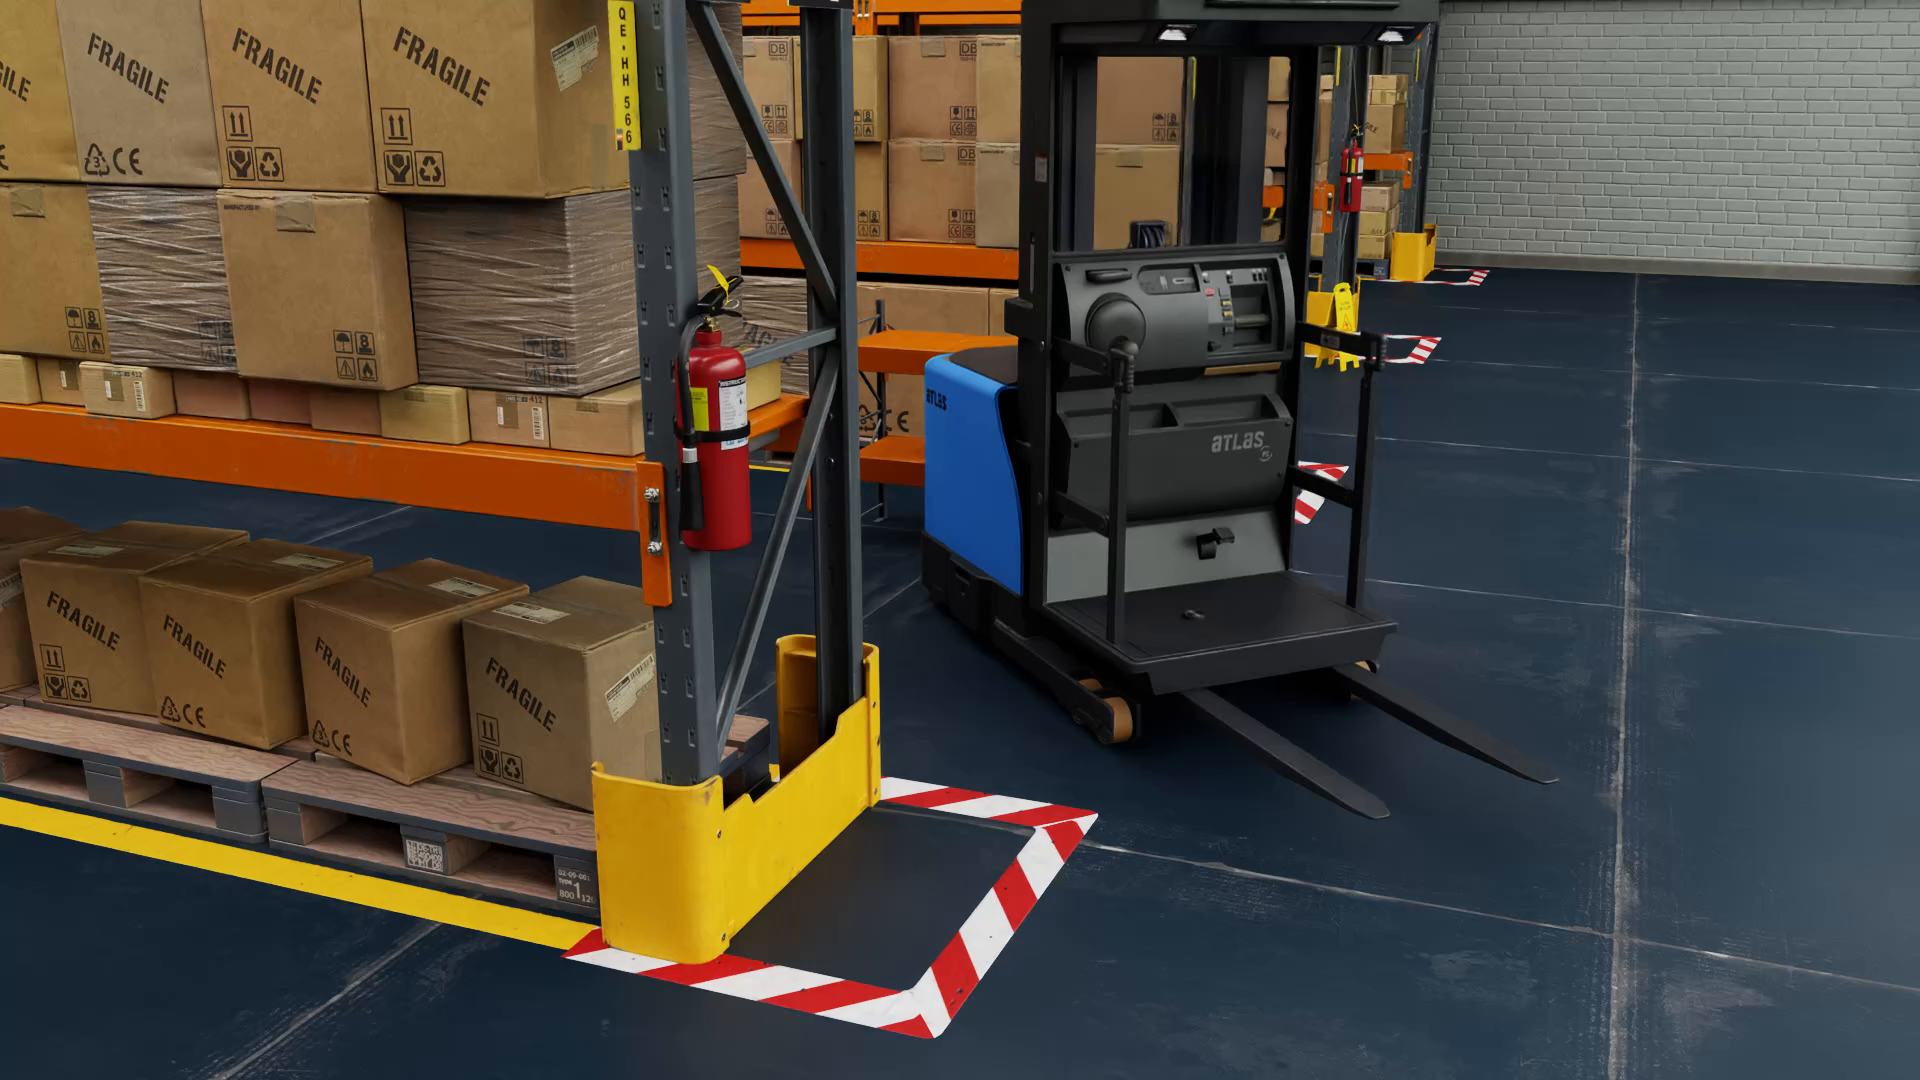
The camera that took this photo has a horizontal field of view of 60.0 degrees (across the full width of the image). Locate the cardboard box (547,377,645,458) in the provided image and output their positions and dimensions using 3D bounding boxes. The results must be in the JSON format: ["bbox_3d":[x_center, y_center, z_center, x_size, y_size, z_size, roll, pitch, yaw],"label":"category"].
[{"bbox_3d":[-0.879,-0.341,4.418,0.250,0.149,0.380,6,17,21],"label":"cardboard box"}]

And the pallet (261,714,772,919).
[{"bbox_3d":[-1.352,0.753,5.200,1.213,0.211,1.003,6,17,21],"label":"pallet"}]

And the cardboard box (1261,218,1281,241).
[{"bbox_3d":[2.427,-2.454,14.079,0.500,0.500,0.500,6,17,19],"label":"cardboard box"}]

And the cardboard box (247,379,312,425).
[{"bbox_3d":[-1.807,-0.445,4.775,0.250,0.149,0.380,6,17,21],"label":"cardboard box"}]

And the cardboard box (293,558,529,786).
[{"bbox_3d":[-1.682,0.393,5.172,0.500,0.500,0.500,12,20,35],"label":"cardboard box"}]

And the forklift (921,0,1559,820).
[{"bbox_3d":[0.877,-0.835,5.792,1.130,2.935,3.031,-7,18,-22],"label":"forklift"}]

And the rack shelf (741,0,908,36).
[{"bbox_3d":[-2.483,-4.765,15.116,4.000,0.370,1.077,6,17,21],"label":"rack shelf"}]

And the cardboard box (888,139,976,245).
[{"bbox_3d":[0.019,-2.000,9.415,0.550,0.550,0.875,6,17,21],"label":"cardboard box"}]

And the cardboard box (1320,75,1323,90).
[{"bbox_3d":[3.807,-4.910,17.829,0.250,0.149,0.380,6,17,21],"label":"cardboard box"}]

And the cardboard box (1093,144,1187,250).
[{"bbox_3d":[1.014,-1.860,8.931,0.550,0.550,0.875,6,17,21],"label":"cardboard box"}]

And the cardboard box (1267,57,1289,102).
[{"bbox_3d":[2.543,-3.723,13.110,0.500,0.500,0.700,6,17,19],"label":"cardboard box"}]

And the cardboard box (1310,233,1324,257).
[{"bbox_3d":[3.904,-3.244,18.147,0.500,0.250,0.500,6,17,21],"label":"cardboard box"}]

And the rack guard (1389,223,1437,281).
[{"bbox_3d":[4.938,-3.141,18.096,0.348,0.500,1.175,6,17,21],"label":"rack guard"}]

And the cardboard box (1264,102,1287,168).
[{"bbox_3d":[2.492,-3.231,13.210,0.500,0.500,0.500,6,17,20],"label":"cardboard box"}]

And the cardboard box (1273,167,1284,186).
[{"bbox_3d":[2.672,-2.918,13.296,0.250,0.149,0.380,7,18,22],"label":"cardboard box"}]

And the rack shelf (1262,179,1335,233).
[{"bbox_3d":[1.238,-2.915,14.125,4.000,0.370,1.077,6,17,21],"label":"rack shelf"}]

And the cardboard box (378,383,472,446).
[{"bbox_3d":[-1.363,-0.379,4.548,0.250,0.149,0.380,6,17,21],"label":"cardboard box"}]

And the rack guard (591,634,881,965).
[{"bbox_3d":[-0.609,0.707,4.842,0.348,0.500,1.175,6,17,21],"label":"rack guard"}]

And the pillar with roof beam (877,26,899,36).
[{"bbox_3d":[-2.562,-7.027,16.238,0.400,9.000,9.100,6,17,21],"label":"pillar with roof beam"}]

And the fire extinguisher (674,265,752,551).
[{"bbox_3d":[-0.601,-0.317,4.025,0.183,0.674,0.296,6,17,21],"label":"fire extinguisher"}]

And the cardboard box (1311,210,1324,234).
[{"bbox_3d":[3.886,-3.488,18.089,0.500,0.250,0.500,6,17,20],"label":"cardboard box"}]

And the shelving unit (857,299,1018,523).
[{"bbox_3d":[-0.006,-0.541,8.019,1.048,1.125,0.538,6,17,21],"label":"shelving unit"}]

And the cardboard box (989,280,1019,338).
[{"bbox_3d":[0.721,-0.995,9.280,0.875,0.875,0.875,6,17,21],"label":"cardboard box"}]

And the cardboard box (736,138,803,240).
[{"bbox_3d":[-1.019,-2.072,9.662,0.550,0.550,0.875,6,17,21],"label":"cardboard box"}]

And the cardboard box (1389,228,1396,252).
[{"bbox_3d":[4.531,-3.326,18.428,0.500,0.250,0.500,6,17,21],"label":"cardboard box"}]

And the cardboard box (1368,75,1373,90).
[{"bbox_3d":[4.264,-4.845,17.607,0.250,0.149,0.380,6,17,21],"label":"cardboard box"}]

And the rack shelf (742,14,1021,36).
[{"bbox_3d":[-0.666,-6.052,19.552,4.000,0.370,1.077,6,17,21],"label":"rack shelf"}]

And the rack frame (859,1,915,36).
[{"bbox_3d":[-0.623,-3.465,14.729,0.127,3.000,1.000,6,17,21],"label":"rack frame"}]

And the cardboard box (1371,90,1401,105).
[{"bbox_3d":[4.490,-4.666,17.523,0.250,0.149,0.380,7,17,21],"label":"cardboard box"}]

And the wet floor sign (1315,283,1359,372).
[{"bbox_3d":[2.882,-1.628,12.625,0.232,0.644,0.267,14,21,40],"label":"wet floor sign"}]

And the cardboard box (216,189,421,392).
[{"bbox_3d":[-1.549,-0.760,4.699,0.500,0.500,0.875,6,17,21],"label":"cardboard box"}]

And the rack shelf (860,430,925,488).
[{"bbox_3d":[-0.006,-0.306,8.087,1.000,0.278,0.538,6,17,21],"label":"rack shelf"}]

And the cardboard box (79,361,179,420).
[{"bbox_3d":[-2.313,-0.467,4.852,0.250,0.149,0.380,6,17,21],"label":"cardboard box"}]

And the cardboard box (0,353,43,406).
[{"bbox_3d":[-2.769,-0.524,5.050,0.250,0.149,0.380,6,17,21],"label":"cardboard box"}]

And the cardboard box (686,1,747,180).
[{"bbox_3d":[-0.950,-1.284,4.709,0.500,0.500,0.500,6,17,21],"label":"cardboard box"}]

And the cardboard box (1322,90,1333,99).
[{"bbox_3d":[4.023,-4.727,17.733,0.250,0.149,0.380,7,17,22],"label":"cardboard box"}]

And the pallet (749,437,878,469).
[{"bbox_3d":[-0.528,-0.609,9.894,1.213,0.211,1.003,6,17,21],"label":"pallet"}]

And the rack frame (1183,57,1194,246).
[{"bbox_3d":[1.376,-1.762,8.862,0.127,3.000,1.000,6,17,21],"label":"rack frame"}]

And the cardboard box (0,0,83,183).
[{"bbox_3d":[-2.534,-1.304,4.778,0.500,0.500,0.500,6,17,21],"label":"cardboard box"}]

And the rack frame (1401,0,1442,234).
[{"bbox_3d":[4.916,-4.344,17.756,0.127,3.000,1.000,6,17,21],"label":"rack frame"}]

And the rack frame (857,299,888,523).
[{"bbox_3d":[-0.479,-0.593,8.198,0.032,1.125,0.500,6,17,21],"label":"rack frame"}]

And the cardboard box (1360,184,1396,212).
[{"bbox_3d":[4.373,-3.671,17.825,0.500,0.250,0.500,7,18,22],"label":"cardboard box"}]

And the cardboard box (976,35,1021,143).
[{"bbox_3d":[0.499,-2.433,8.967,0.550,0.550,0.875,6,17,21],"label":"cardboard box"}]

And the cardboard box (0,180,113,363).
[{"bbox_3d":[-2.459,-0.877,5.100,0.500,0.500,0.875,6,17,21],"label":"cardboard box"}]

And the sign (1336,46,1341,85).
[{"bbox_3d":[2.876,-3.622,12.626,0.005,0.325,0.100,6,17,21],"label":"sign"}]

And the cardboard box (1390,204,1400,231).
[{"bbox_3d":[4.555,-3.567,18.362,0.500,0.250,0.500,7,17,22],"label":"cardboard box"}]

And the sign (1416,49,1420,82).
[{"bbox_3d":[4.704,-4.874,17.081,0.005,0.325,0.100,6,17,21],"label":"sign"}]

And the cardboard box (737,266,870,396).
[{"bbox_3d":[-0.946,-1.179,9.911,0.875,0.875,0.875,6,17,21],"label":"cardboard box"}]

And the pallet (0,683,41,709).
[{"bbox_3d":[-3.621,0.504,6.060,1.213,0.211,1.003,6,17,21],"label":"pallet"}]

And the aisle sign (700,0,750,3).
[{"bbox_3d":[-0.591,-1.650,3.814,0.004,0.787,0.394,6,17,21],"label":"aisle sign"}]

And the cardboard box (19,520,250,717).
[{"bbox_3d":[-2.760,0.255,5.646,0.500,0.500,0.500,5,17,16],"label":"cardboard box"}]

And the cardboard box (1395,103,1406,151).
[{"bbox_3d":[4.557,-4.514,18.164,0.500,0.500,0.500,7,18,22],"label":"cardboard box"}]

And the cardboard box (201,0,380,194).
[{"bbox_3d":[-1.608,-1.199,4.416,0.500,0.500,0.500,6,17,21],"label":"cardboard box"}]

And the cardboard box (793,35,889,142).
[{"bbox_3d":[-0.513,-2.546,9.357,0.500,0.550,0.875,6,17,21],"label":"cardboard box"}]

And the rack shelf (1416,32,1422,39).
[{"bbox_3d":[3.055,-5.643,18.142,4.000,0.370,1.077,6,17,21],"label":"rack shelf"}]
